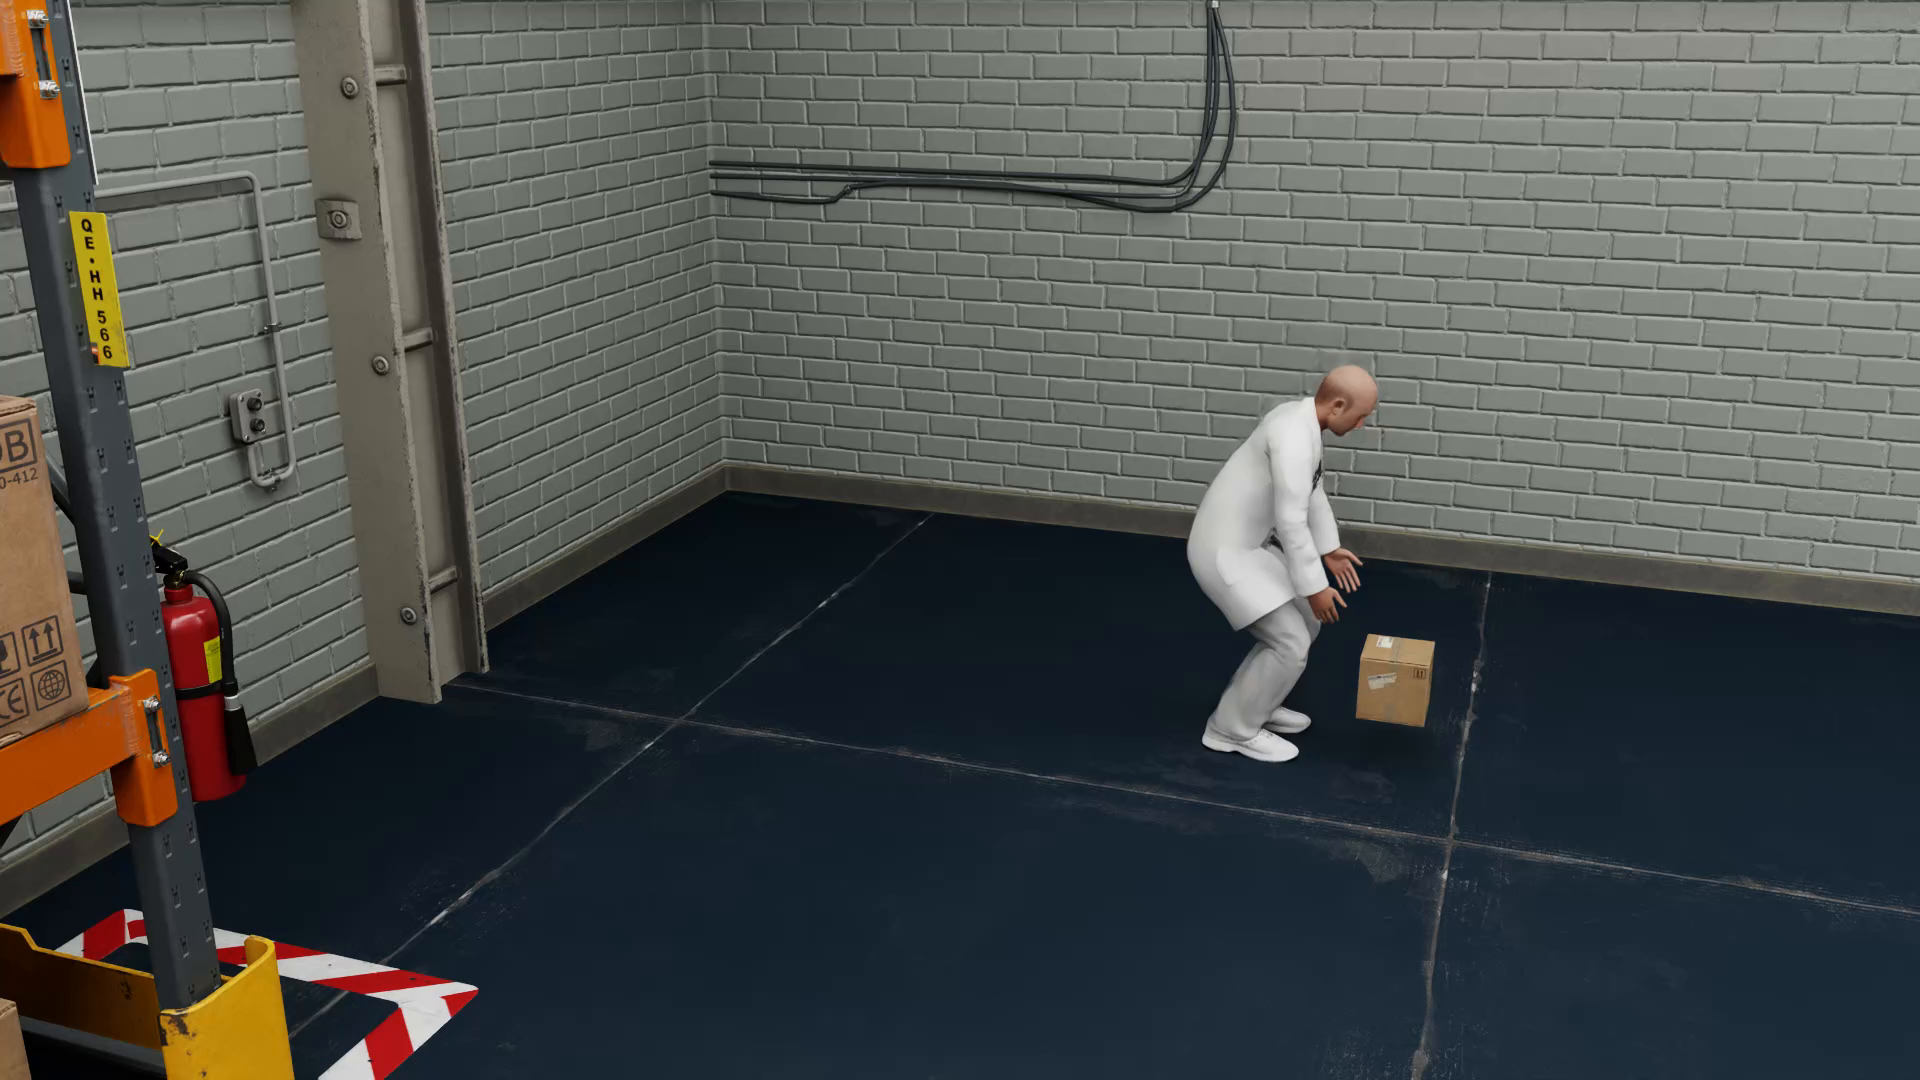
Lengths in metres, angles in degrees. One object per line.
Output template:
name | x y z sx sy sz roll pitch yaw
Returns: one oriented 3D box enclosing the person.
person | 1.203 0.062 6.331 0.658 1.511 0.628 6 19 19
